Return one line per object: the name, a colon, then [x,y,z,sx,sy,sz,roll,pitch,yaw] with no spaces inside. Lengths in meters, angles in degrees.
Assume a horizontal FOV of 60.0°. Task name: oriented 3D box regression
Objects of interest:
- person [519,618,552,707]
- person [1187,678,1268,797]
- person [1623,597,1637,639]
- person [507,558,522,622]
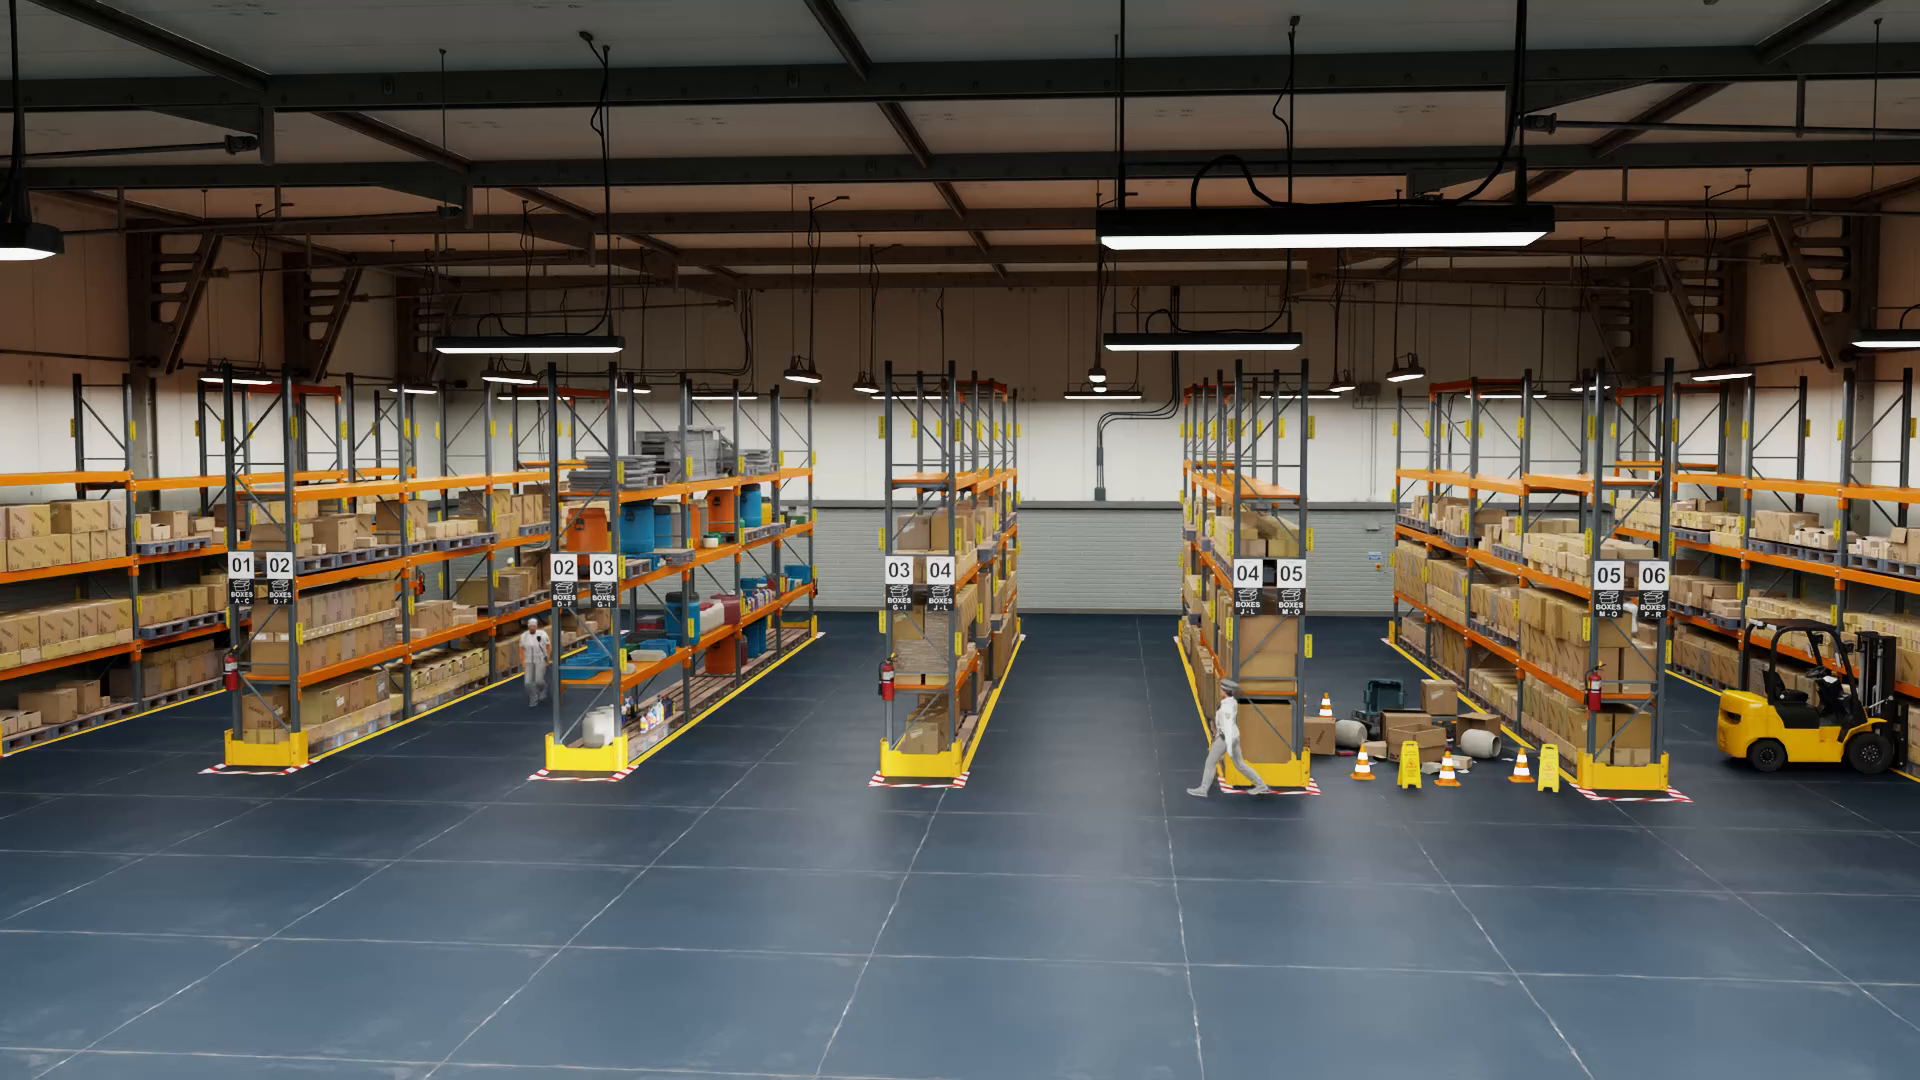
person: [-7.729,2.219,30.286,0.567,1.622,0.595,0,4,6]
person: [3.652,2.701,22.636,1.064,1.618,0.553,2,4,25]
person: [13.597,1.890,33.859,0.573,1.775,0.457,-3,5,-35]
person: [-11.644,1.318,43.025,1.141,1.725,0.542,2,4,25]
